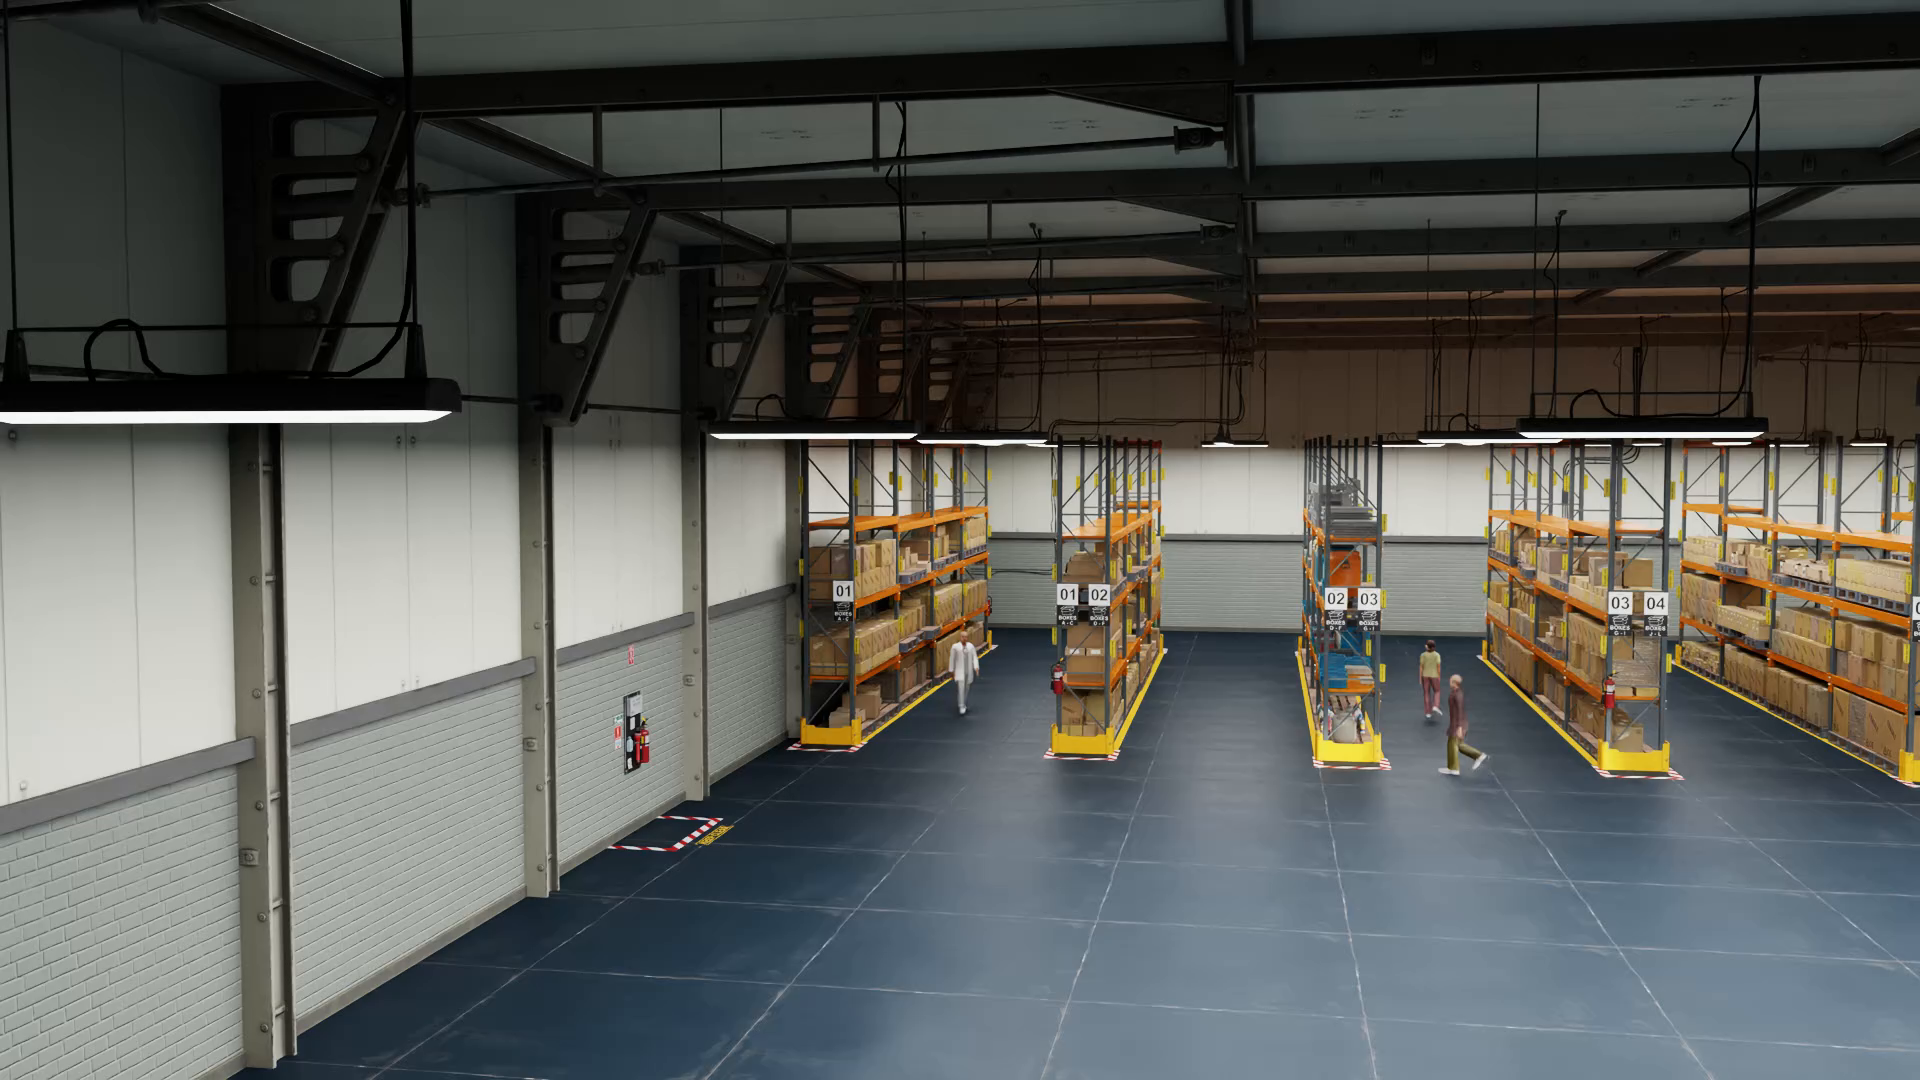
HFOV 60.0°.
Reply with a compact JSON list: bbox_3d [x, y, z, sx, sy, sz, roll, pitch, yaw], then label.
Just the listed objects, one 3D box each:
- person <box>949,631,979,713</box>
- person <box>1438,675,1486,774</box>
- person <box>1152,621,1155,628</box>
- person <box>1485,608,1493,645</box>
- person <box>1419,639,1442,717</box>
[{"bbox_3d":[0.115,2.874,36.245,0.593,1.746,0.971,-1,3,-24],"label":"person"},{"bbox_3d":[8.858,3.247,29.291,0.835,1.758,0.587,1,3,13],"label":"person"},{"bbox_3d":[5.526,2.161,49.297,0.687,1.782,0.613,2,4,32],"label":"person"},{"bbox_3d":[15.406,2.340,47.882,0.430,1.546,0.951,-1,3,-13],"label":"person"},{"bbox_3d":[10.083,2.965,35.601,0.493,1.668,0.461,1,3,18],"label":"person"}]
